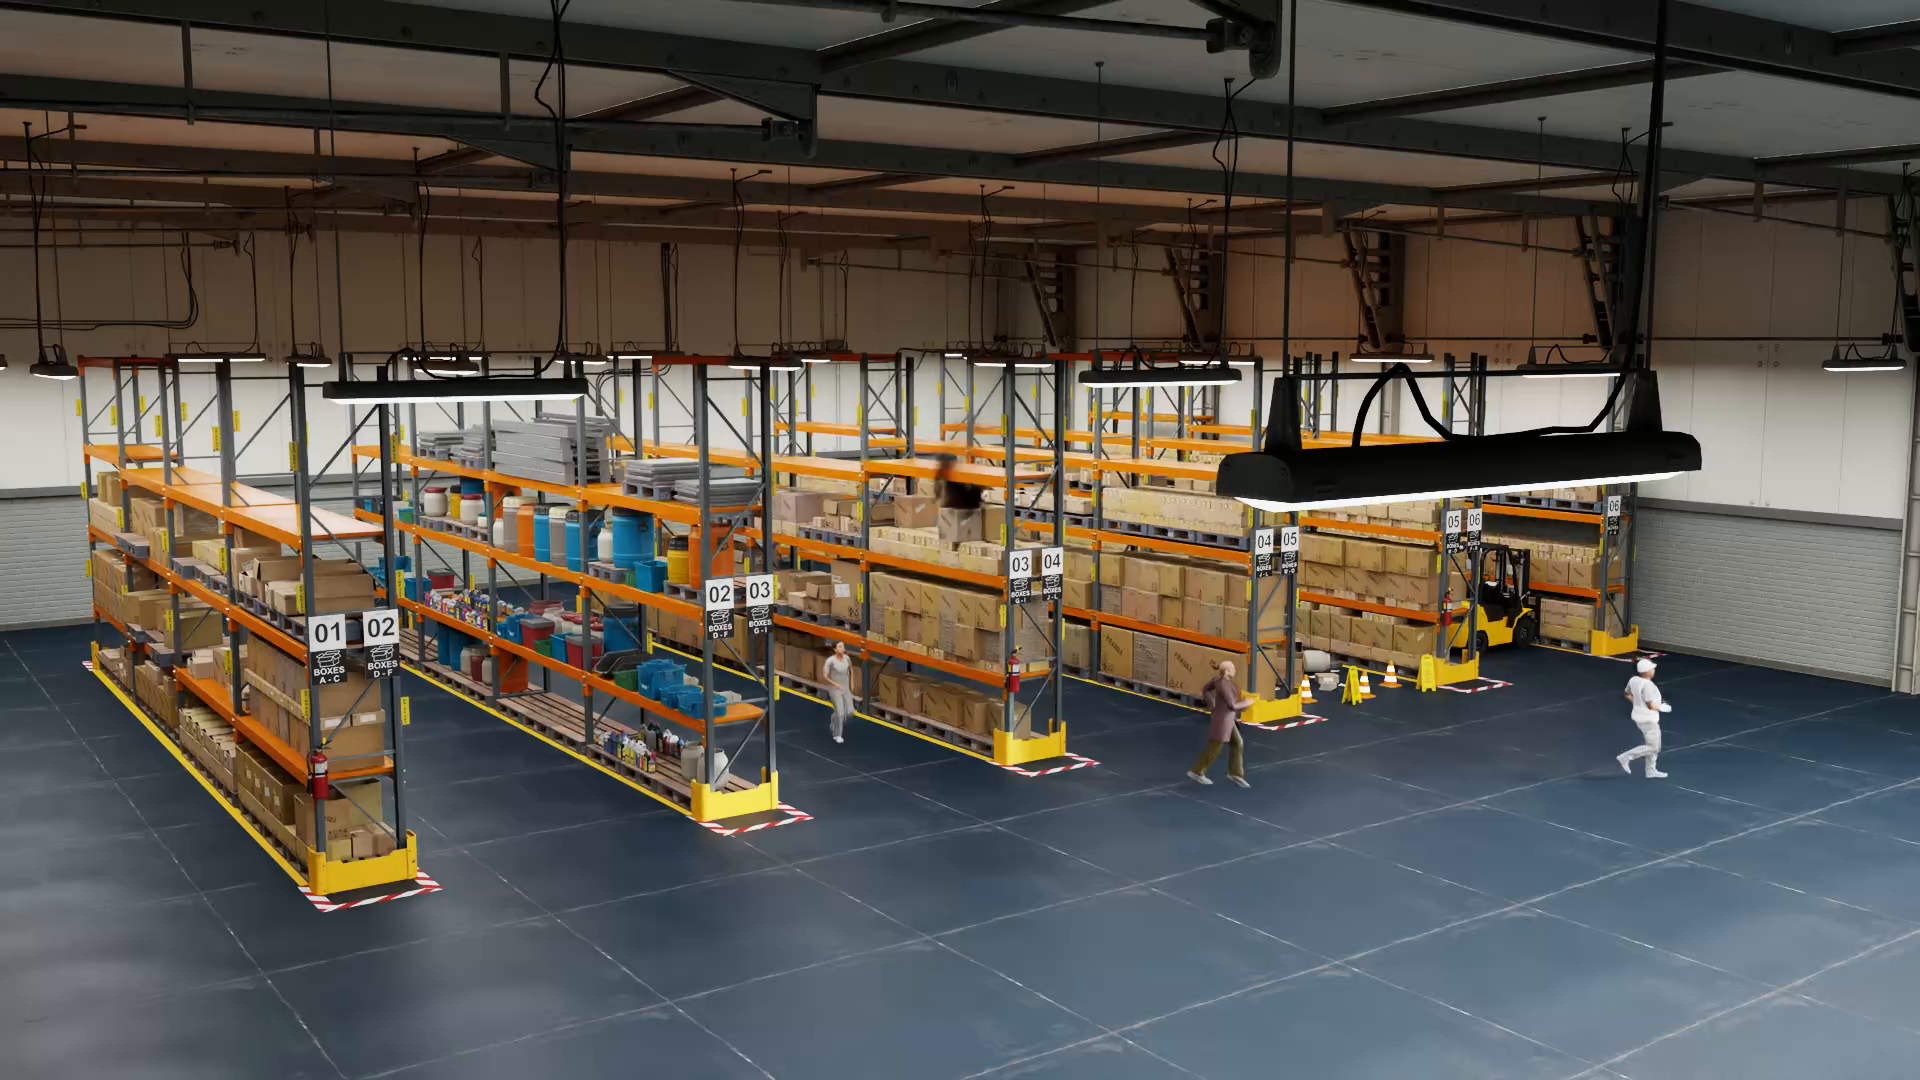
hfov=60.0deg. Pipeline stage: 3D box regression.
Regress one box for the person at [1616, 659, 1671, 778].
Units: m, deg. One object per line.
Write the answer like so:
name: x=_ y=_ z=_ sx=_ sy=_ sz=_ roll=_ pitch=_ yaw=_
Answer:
person: x=9.821 y=2.575 z=23.904 sx=0.789 sy=1.746 sz=0.692 roll=0 pitch=7 yaw=0

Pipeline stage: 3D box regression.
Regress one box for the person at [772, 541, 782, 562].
person: x=-4.643 y=0.480 z=41.929 sx=0.644 sy=1.598 sz=0.753 roll=-3 pitch=8 yaw=-24

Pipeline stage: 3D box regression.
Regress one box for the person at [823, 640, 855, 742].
person: x=-1.900 y=2.360 z=26.174 sx=0.596 sy=1.630 sz=0.588 roll=-5 pitch=9 yaw=-38

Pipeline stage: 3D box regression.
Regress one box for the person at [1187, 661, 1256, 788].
person: x=3.684 y=2.609 z=23.410 sx=0.949 sy=1.842 sz=0.673 roll=1 pitch=7 yaw=7
